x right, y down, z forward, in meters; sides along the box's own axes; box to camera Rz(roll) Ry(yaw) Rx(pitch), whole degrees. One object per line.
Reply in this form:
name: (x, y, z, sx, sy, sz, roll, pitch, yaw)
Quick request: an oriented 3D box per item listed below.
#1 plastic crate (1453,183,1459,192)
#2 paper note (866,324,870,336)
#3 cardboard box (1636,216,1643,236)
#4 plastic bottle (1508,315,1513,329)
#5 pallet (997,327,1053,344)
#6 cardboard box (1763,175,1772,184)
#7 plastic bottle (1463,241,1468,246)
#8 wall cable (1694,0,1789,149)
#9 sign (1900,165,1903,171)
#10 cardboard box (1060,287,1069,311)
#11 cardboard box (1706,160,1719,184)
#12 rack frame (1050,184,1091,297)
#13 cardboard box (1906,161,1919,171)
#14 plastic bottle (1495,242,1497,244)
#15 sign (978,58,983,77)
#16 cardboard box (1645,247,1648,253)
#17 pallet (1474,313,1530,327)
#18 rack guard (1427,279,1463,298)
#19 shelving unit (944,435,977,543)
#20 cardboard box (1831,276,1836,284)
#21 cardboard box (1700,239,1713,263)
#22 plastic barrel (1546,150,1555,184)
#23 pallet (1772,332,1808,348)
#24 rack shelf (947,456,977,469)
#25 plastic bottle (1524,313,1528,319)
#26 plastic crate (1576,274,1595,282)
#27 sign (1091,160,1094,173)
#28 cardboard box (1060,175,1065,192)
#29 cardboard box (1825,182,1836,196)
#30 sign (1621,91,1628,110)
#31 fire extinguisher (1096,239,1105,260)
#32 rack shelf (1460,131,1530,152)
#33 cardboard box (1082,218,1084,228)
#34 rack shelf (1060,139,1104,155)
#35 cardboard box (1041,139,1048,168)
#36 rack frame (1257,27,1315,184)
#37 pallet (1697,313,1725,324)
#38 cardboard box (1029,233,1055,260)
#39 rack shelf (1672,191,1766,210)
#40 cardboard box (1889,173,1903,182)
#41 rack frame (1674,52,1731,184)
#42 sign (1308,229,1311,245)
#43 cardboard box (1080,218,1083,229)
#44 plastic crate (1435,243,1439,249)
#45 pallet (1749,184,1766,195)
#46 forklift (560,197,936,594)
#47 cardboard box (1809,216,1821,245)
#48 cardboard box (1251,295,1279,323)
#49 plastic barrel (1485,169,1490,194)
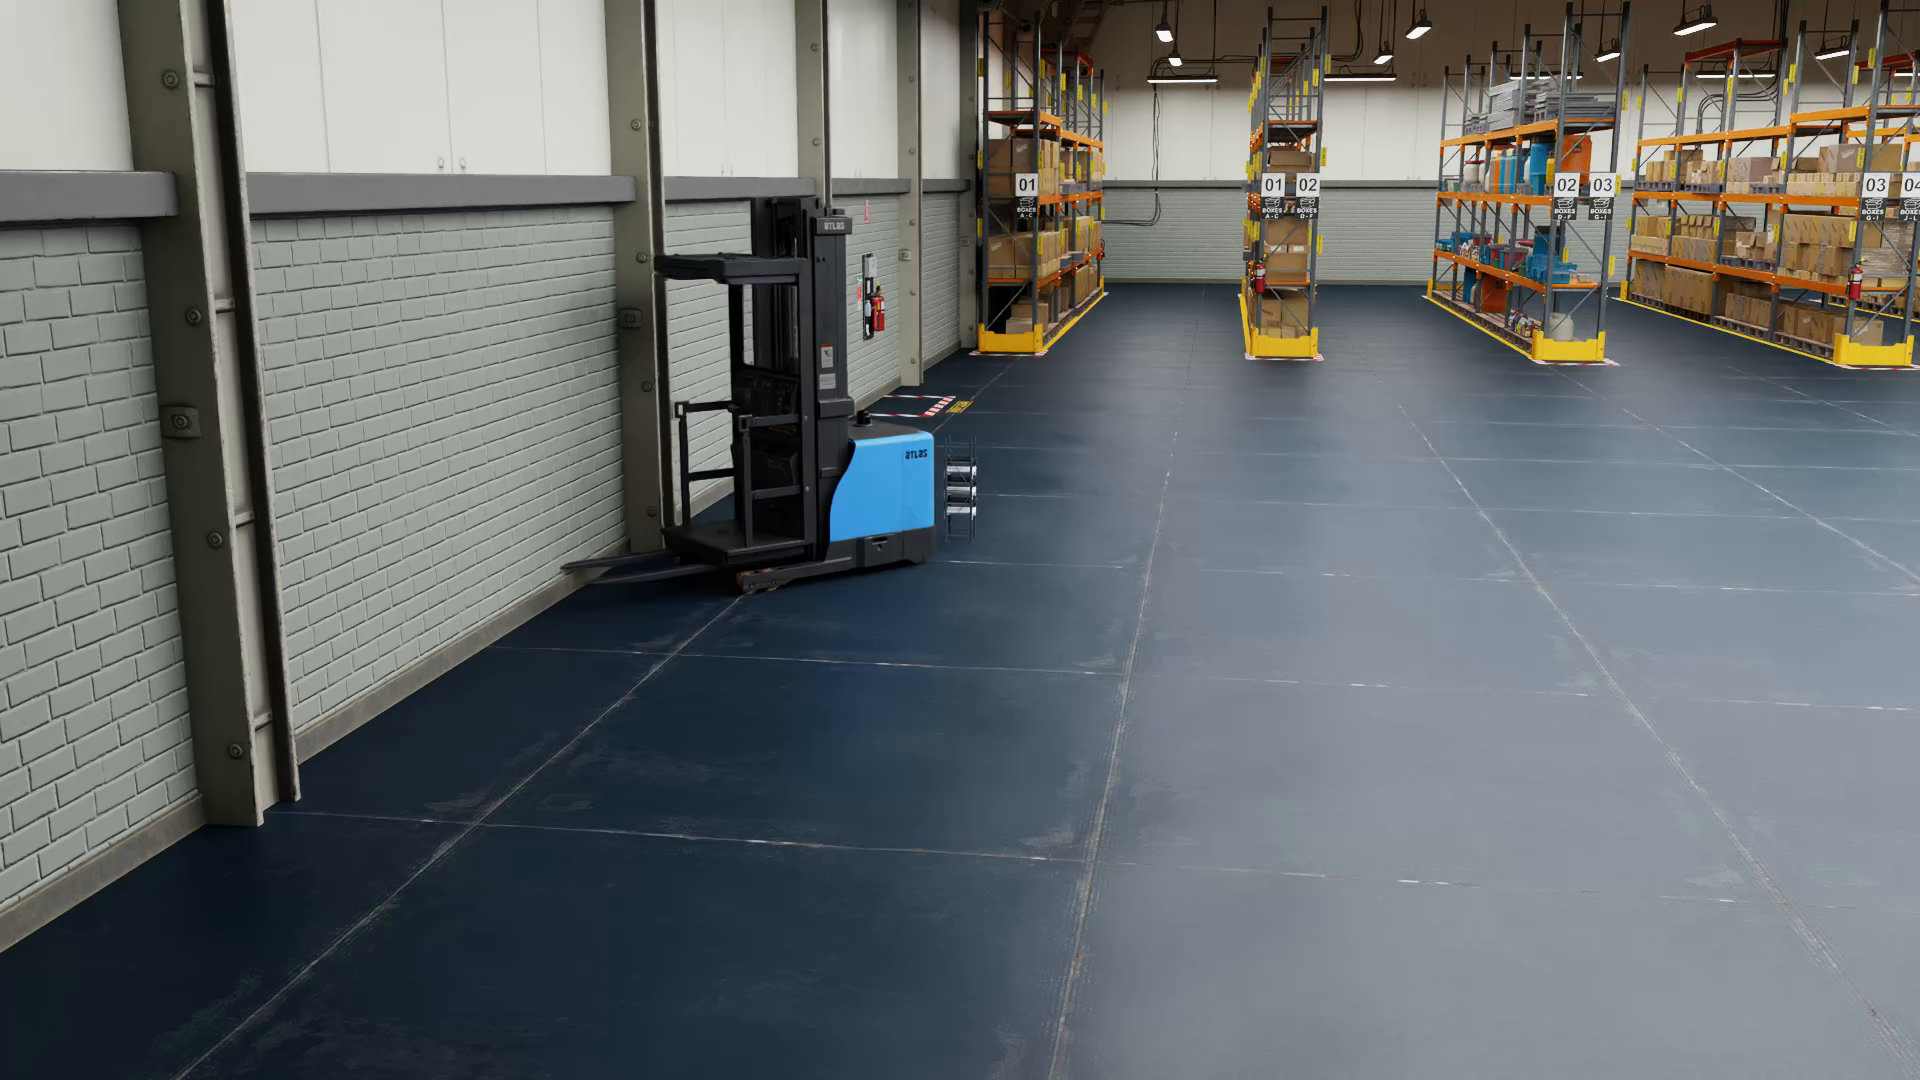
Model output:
plastic crate: (12.375, -8.708, 41.057, 0.416, 0.233, 0.300, 2, 12, 9)
paper note: (-1.267, -2.893, 22.888, 0.016, 0.148, 0.142, 2, 12, 9)
cardboard box: (17.642, -8.039, 42.547, 0.500, 0.500, 0.500, 2, 12, 7)
plastic bottle: (10.838, -4.287, 32.700, 0.097, 0.271, 0.097, 0, 12, 0)
pallet: (1.277, -4.020, 32.648, 1.003, 0.211, 1.213, 2, 12, 9)
cardboard box: (16.403, -7.249, 33.447, 0.380, 0.166, 0.250, 2, 12, 7)
plastic bottle: (12.170, -7.028, 40.103, 0.144, 0.351, 0.185, 2, 12, 9)
wall cable: (22.335, -13.366, 47.520, 2.277, 5.999, 0.120, 2, 12, 9)
sign: (21.792, -8.516, 38.544, 0.100, 0.325, 0.005, 2, 12, 9)
cardboard box: (2.087, -5.454, 37.568, 0.700, 0.500, 0.500, 2, 12, 9)
cardboard box: (16.898, -8.163, 36.896, 0.500, 0.500, 0.500, 3, 12, 12)
rack frame: (2.761, -7.445, 41.918, 1.000, 3.000, 0.127, 2, 12, 9)
cardboard box: (22.163, -8.427, 38.120, 0.700, 0.500, 0.500, 2, 12, 9)
plastic bottle: (12.732, -6.898, 39.496, 0.144, 0.351, 0.185, 2, 12, 9)
sign: (0.370, -8.436, 29.682, 0.100, 0.325, 0.005, 2, 12, 9)
cardboard box: (17.444, -7.290, 41.794, 0.380, 0.149, 0.250, 2, 12, 7)
pallet: (11.778, -4.768, 36.116, 1.003, 0.211, 1.213, 2, 12, 9)
rack guard: (13.156, -6.740, 44.580, 1.175, 0.500, 0.348, 2, 12, 9)
shelving unit: (0.001, -0.442, 14.406, 0.258, 0.900, 0.210, 2, 12, 9)
cardboard box: (15.519, -4.566, 29.155, 0.380, 0.149, 0.250, 2, 12, 9)
cardboard box: (16.743, -6.394, 36.804, 0.500, 0.500, 0.500, 2, 12, 8)
plastic barrel: (10.754, -6.631, 29.577, 0.600, 0.588, 0.600, 0, 12, 0)
pallet: (16.146, -3.794, 31.596, 1.003, 0.211, 1.213, 2, 12, 9)
rack shelf: (0.001, -0.673, 14.357, 0.258, 0.077, 0.200, 2, 12, 9)
plastic bottle: (10.928, -4.219, 32.194, 0.144, 0.351, 0.185, 2, 12, 9)
plastic crate: (11.160, -4.673, 29.681, 0.298, 0.136, 0.250, 2, 12, 9)
sign: (3.299, -9.302, 41.442, 0.100, 0.325, 0.005, 2, 12, 9)
cardboard box: (1.855, -7.872, 36.487, 0.797, 0.503, 0.637, 4, 13, 17)
cardboard box: (15.583, -6.177, 29.272, 0.500, 0.250, 0.500, 2, 12, 10)
sign: (11.248, -7.437, 28.140, 0.100, 0.325, 0.005, 2, 12, 9)
fire extinguisher: (3.855, -8.074, 45.905, 0.296, 0.674, 0.183, 2, 12, 9)
rack shelf: (12.243, -9.093, 37.982, 1.077, 0.370, 4.000, 2, 12, 9)
cardboard box: (2.698, -7.591, 39.828, 0.500, 0.250, 0.500, 2, 12, 7)
rack shelf: (3.069, -10.246, 43.335, 1.077, 0.370, 4.000, 2, 12, 9)
cardboard box: (1.342, -7.135, 30.705, 0.500, 0.500, 0.500, 2, 12, 8)
rack frame: (6.426, -8.552, 32.817, 1.000, 3.000, 0.127, 2, 12, 9)
pallet: (17.025, -4.929, 36.864, 1.003, 0.211, 1.213, 2, 12, 9)
cardboard box: (1.604, -5.765, 32.654, 0.500, 0.500, 0.500, 2, 12, 7)
rack shelf: (17.137, -7.661, 37.511, 1.077, 0.370, 4.000, 2, 12, 9)
cardboard box: (15.870, -6.103, 27.981, 0.380, 0.149, 0.250, 2, 12, 8)
rack frame: (17.444, -9.896, 39.051, 1.000, 3.000, 0.127, 2, 12, 9)
sign: (6.975, -6.064, 33.268, 0.100, 0.325, 0.005, 2, 12, 9)
cardboard box: (2.625, -7.485, 39.333, 0.500, 0.250, 0.500, 2, 12, 9)
plastic crate: (12.671, -7.752, 43.827, 0.250, 0.136, 0.298, 2, 12, 9)
pallet: (16.571, -7.013, 33.242, 1.213, 0.211, 1.003, 2, 12, 9)
forklift: (-1.682, -1.146, 12.854, 3.031, 2.935, 1.130, -9, 15, -36)
cardboard box: (15.675, -5.583, 29.962, 0.500, 0.500, 0.500, 2, 12, 9)
cardboard box: (5.739, -4.345, 31.283, 0.500, 0.500, 0.500, 2, 12, 9)
plastic barrel: (11.585, -7.757, 35.983, 0.421, 0.512, 0.421, 0, 12, 0)
